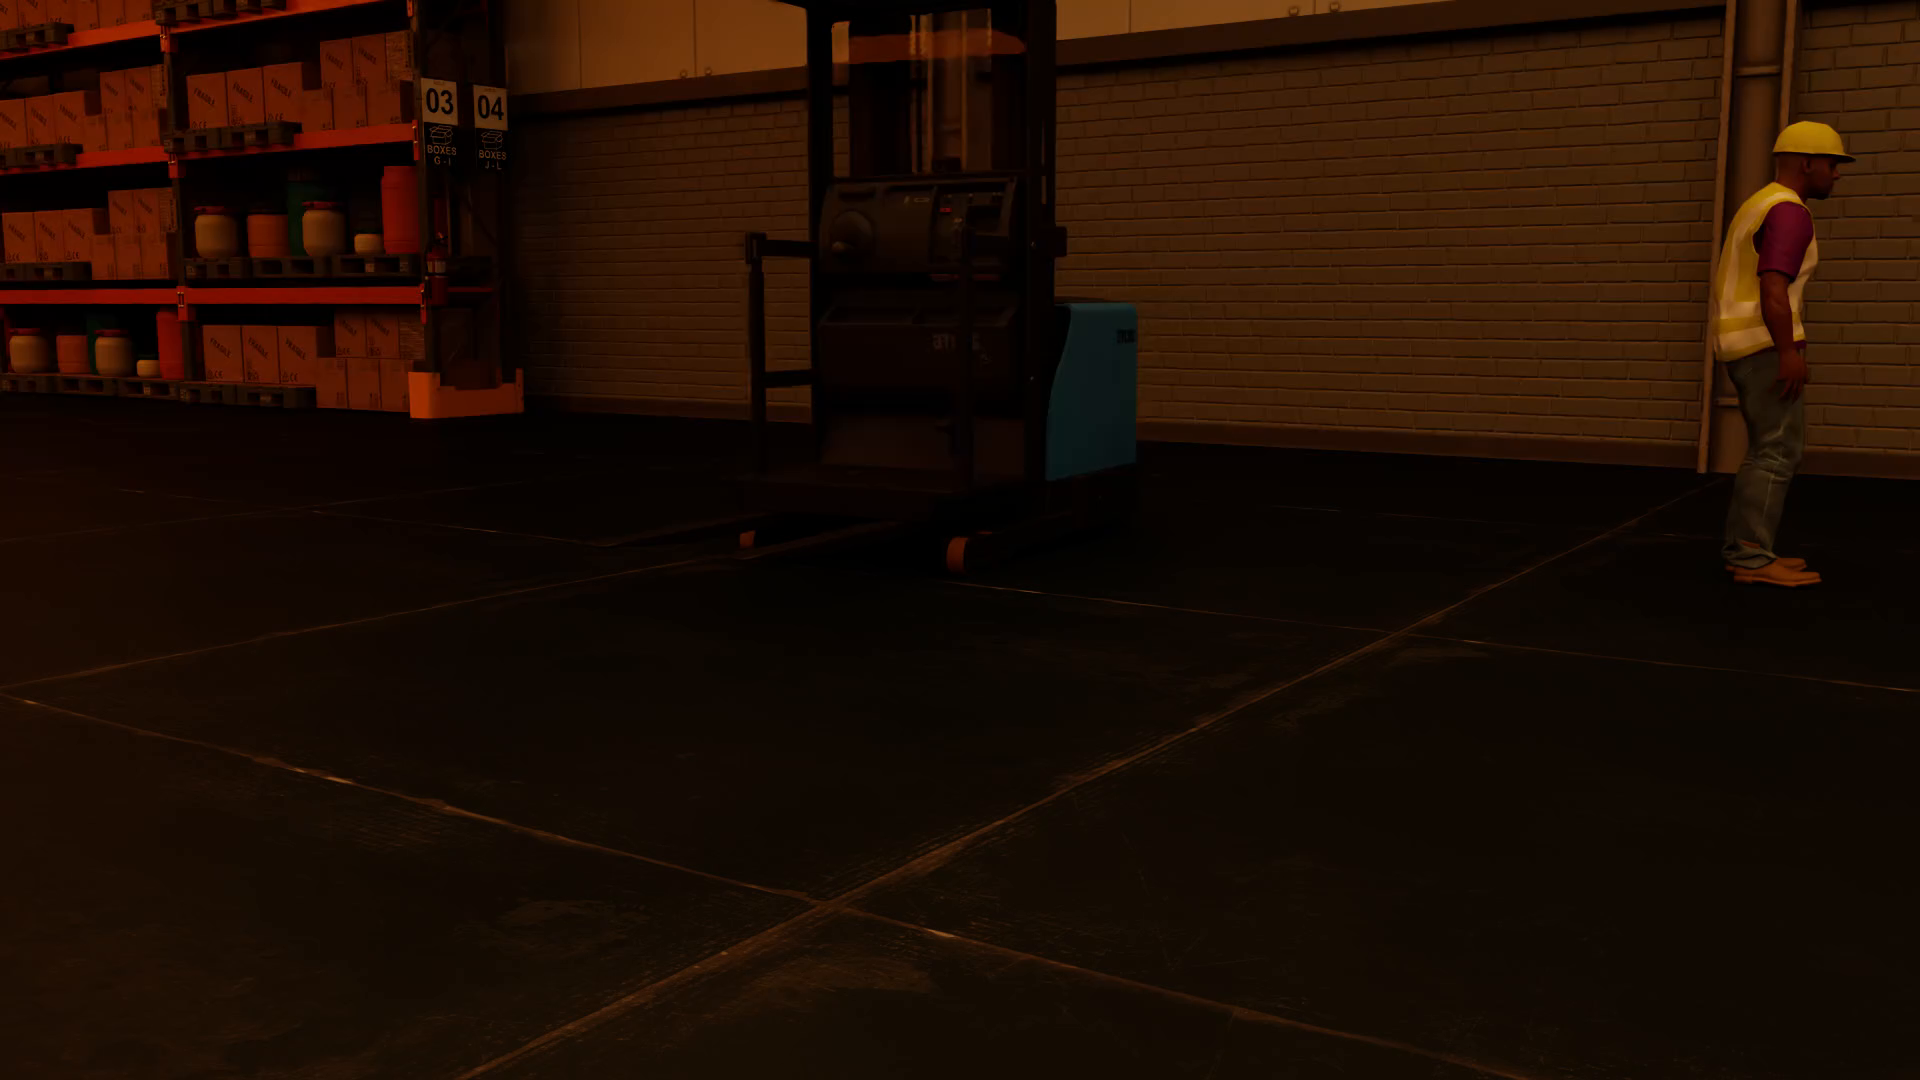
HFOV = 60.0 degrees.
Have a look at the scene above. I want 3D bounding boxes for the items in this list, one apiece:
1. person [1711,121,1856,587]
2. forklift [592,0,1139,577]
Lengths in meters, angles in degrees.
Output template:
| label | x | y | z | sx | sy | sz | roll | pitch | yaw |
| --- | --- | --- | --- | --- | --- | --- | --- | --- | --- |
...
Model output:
| label | x | y | z | sx | sy | sz | roll | pitch | yaw |
| --- | --- | --- | --- | --- | --- | --- | --- | --- | --- |
| person | 3.159 | -0.721 | 6.437 | 0.461 | 1.759 | 0.626 | 3 | 9 | 18 |
| forklift | -0.286 | -1.375 | 6.861 | 1.130 | 2.935 | 3.031 | 4 | 9 | 28 |
